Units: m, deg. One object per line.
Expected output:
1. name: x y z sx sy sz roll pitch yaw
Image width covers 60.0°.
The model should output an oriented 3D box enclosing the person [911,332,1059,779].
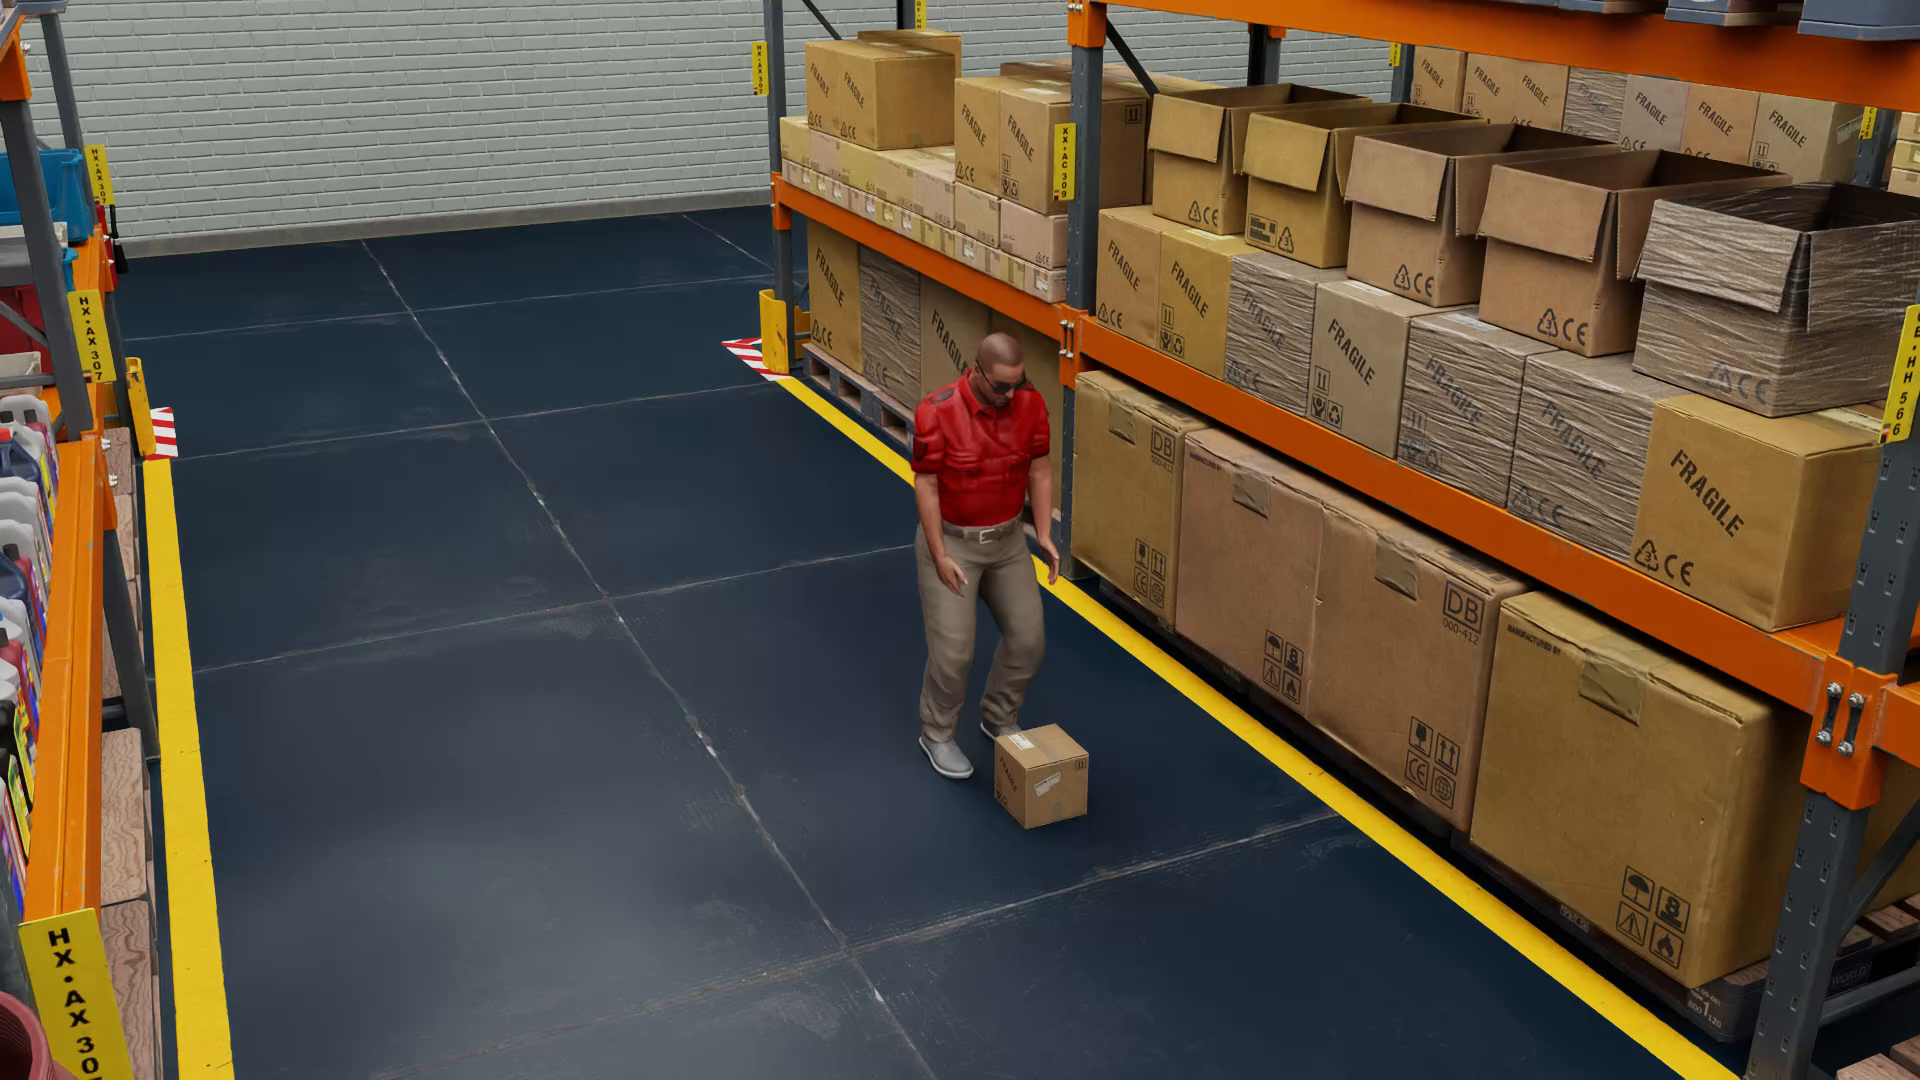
1. person: 0.087 0.035 6.111 0.557 1.677 0.431 -10 24 -24
